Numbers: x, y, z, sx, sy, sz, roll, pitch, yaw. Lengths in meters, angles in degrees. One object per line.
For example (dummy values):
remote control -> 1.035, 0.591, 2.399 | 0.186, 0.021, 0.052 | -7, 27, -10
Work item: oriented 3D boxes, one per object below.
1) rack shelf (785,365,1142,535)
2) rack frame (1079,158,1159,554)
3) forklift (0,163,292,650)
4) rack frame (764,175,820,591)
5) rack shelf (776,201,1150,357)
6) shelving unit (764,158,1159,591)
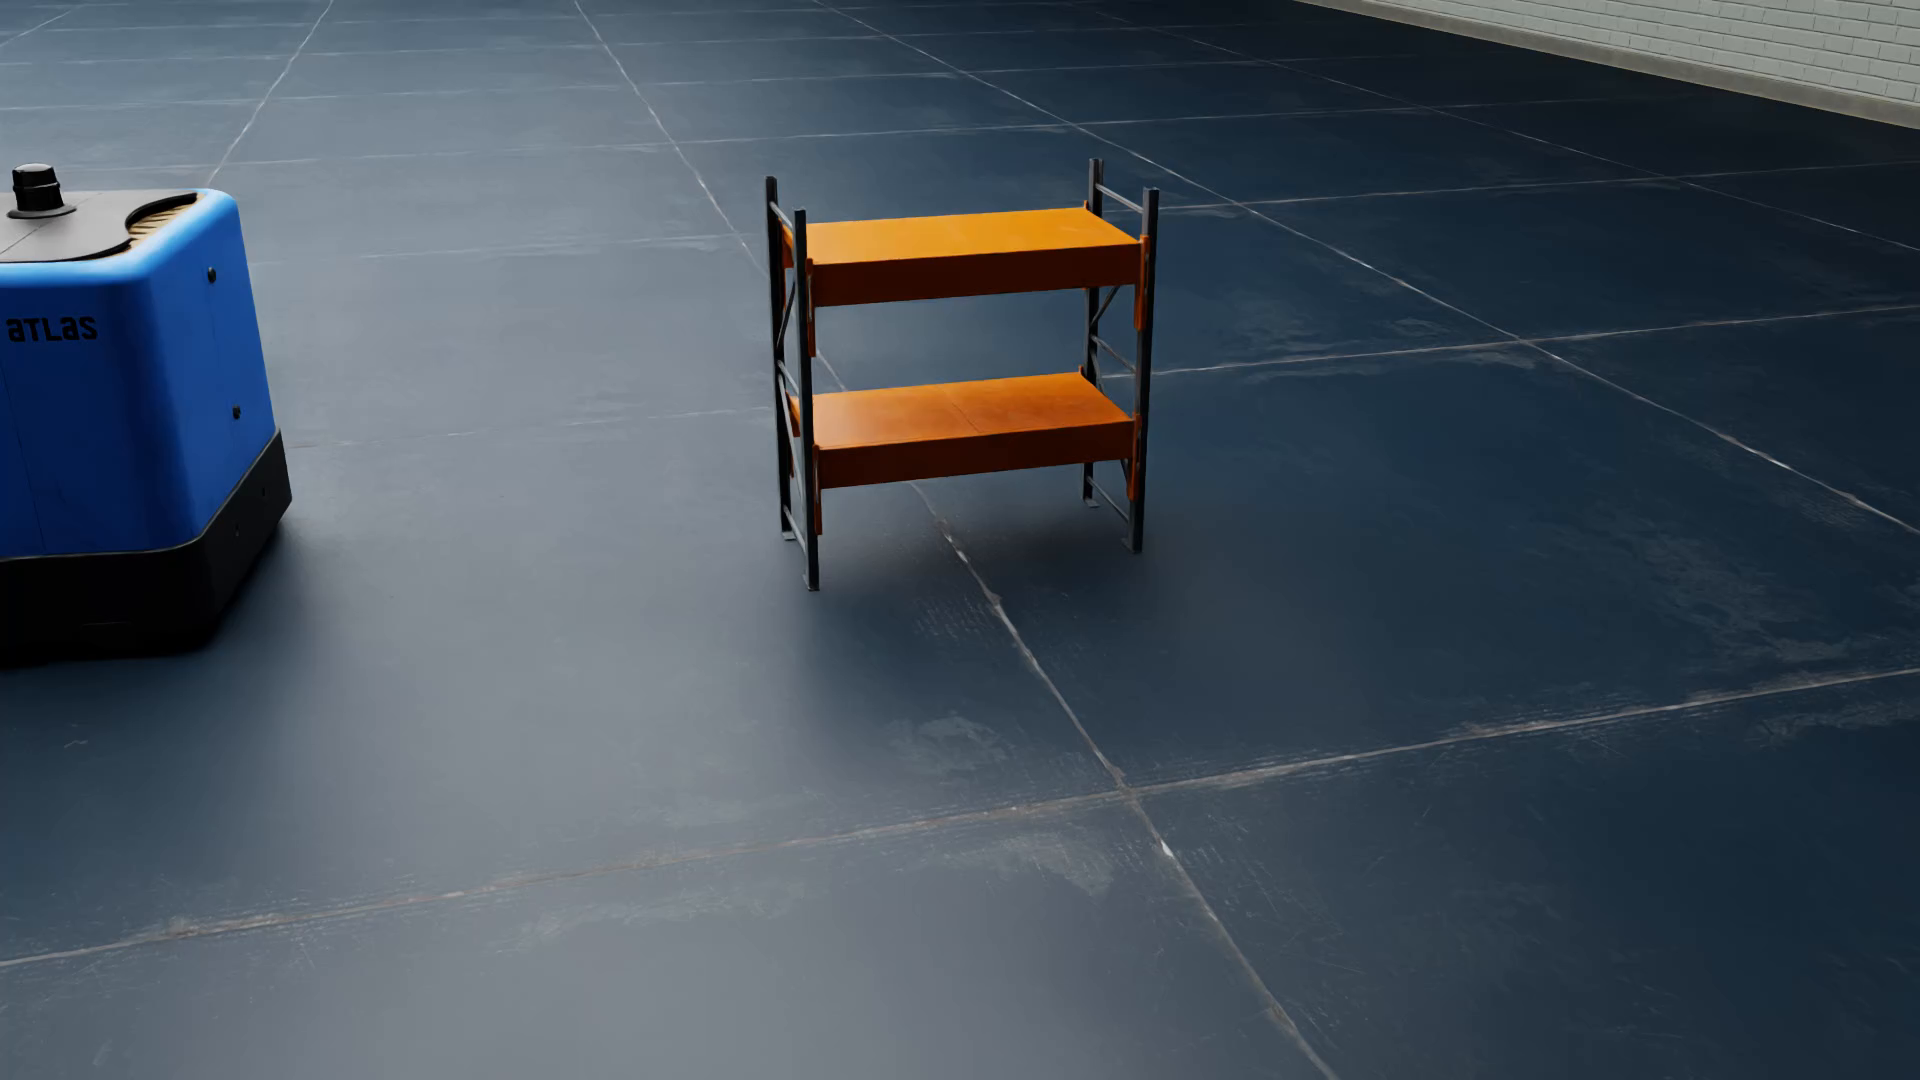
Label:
rack shelf -> -0.007, -0.292, 5.123 | 1.000, 0.278, 0.538 | -6, 24, -14
rack frame -> 0.483, -0.570, 5.153 | 0.032, 1.125, 0.500 | -6, 24, -14
forklift -> -3.600, -1.163, 4.244 | 3.031, 2.935, 1.130 | -3, 23, -7
rack frame -> -0.496, -0.462, 4.900 | 0.032, 1.125, 0.500 | -6, 24, -14
rack shelf -> -0.007, -0.785, 4.911 | 1.000, 0.278, 0.538 | -6, 24, -14
shelving unit -> -0.007, -0.516, 5.027 | 1.048, 1.125, 0.538 | -6, 24, -14
